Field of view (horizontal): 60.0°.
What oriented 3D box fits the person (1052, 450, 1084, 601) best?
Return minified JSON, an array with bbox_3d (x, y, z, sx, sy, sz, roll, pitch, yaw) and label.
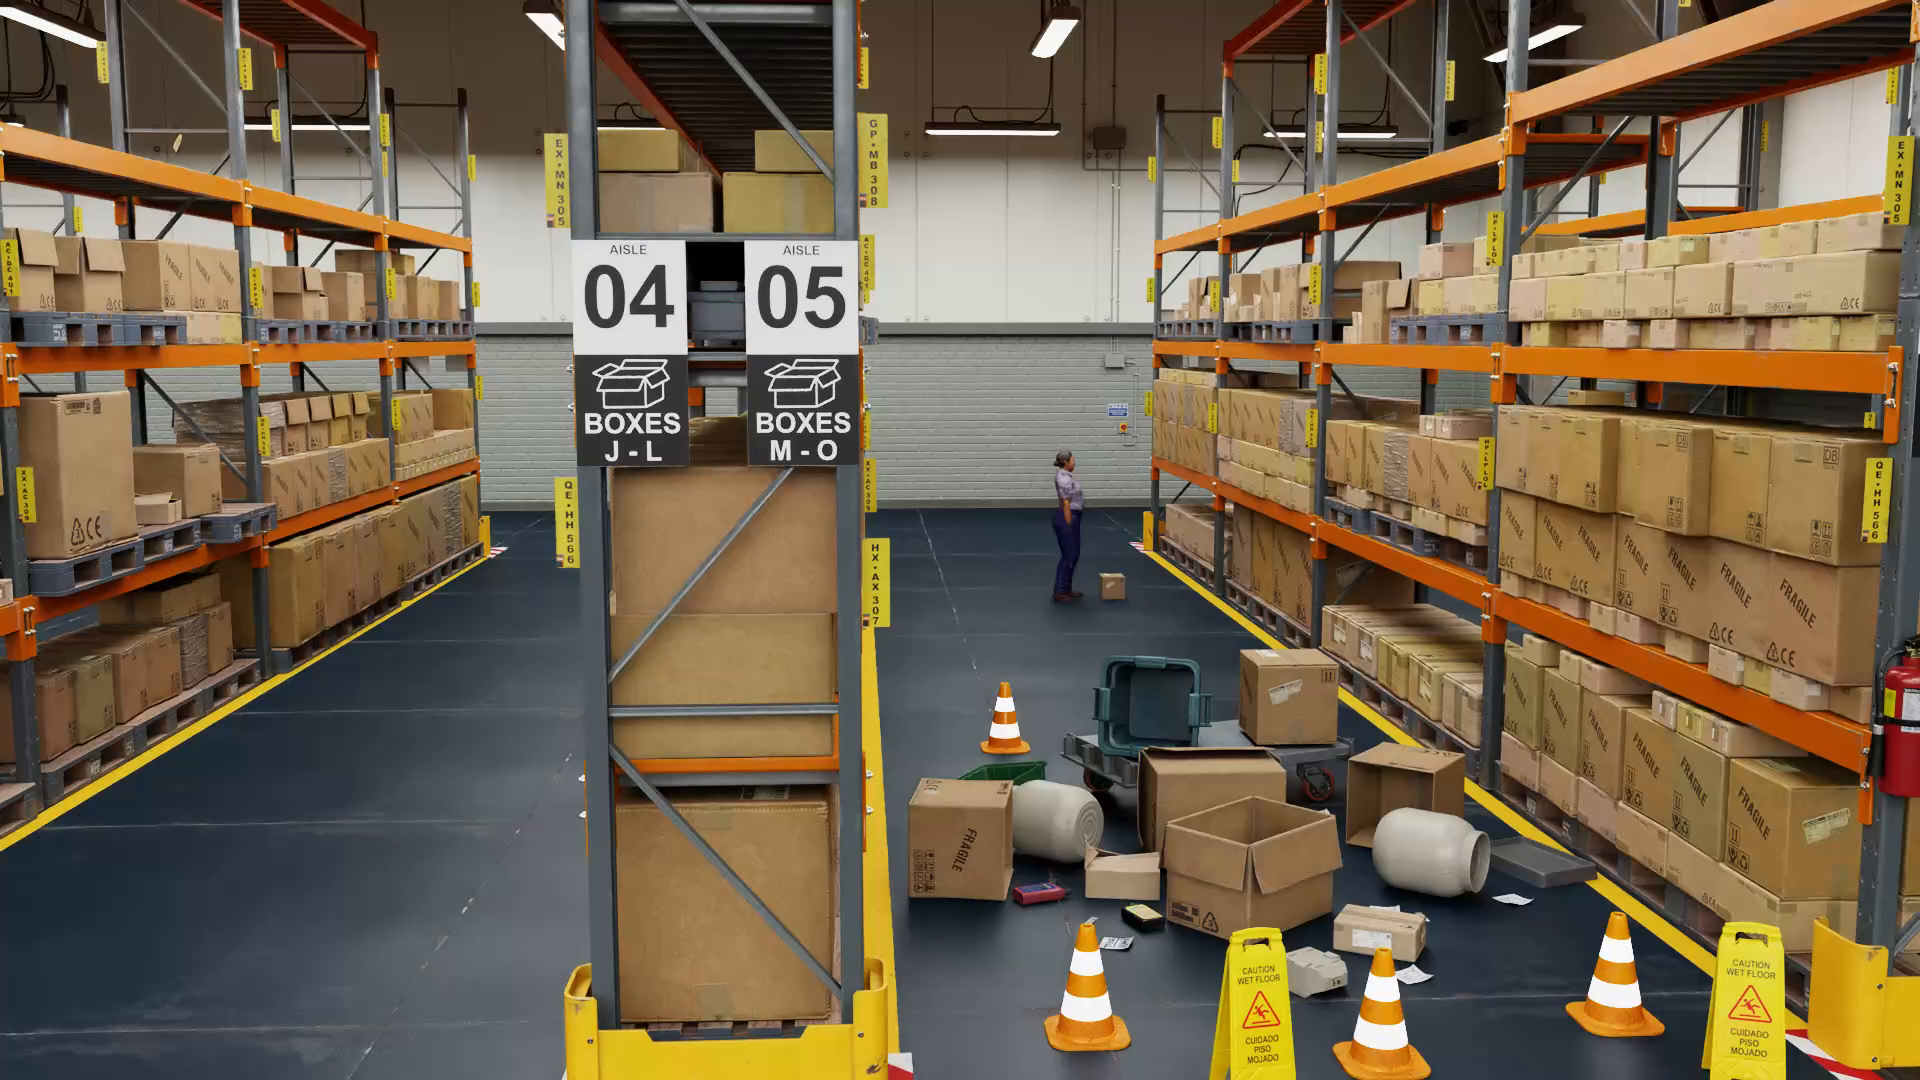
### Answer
[{"bbox_3d":[1.183,-0.152,18.259,0.370,1.678,0.475,0,7,-2],"label":"person"}]
